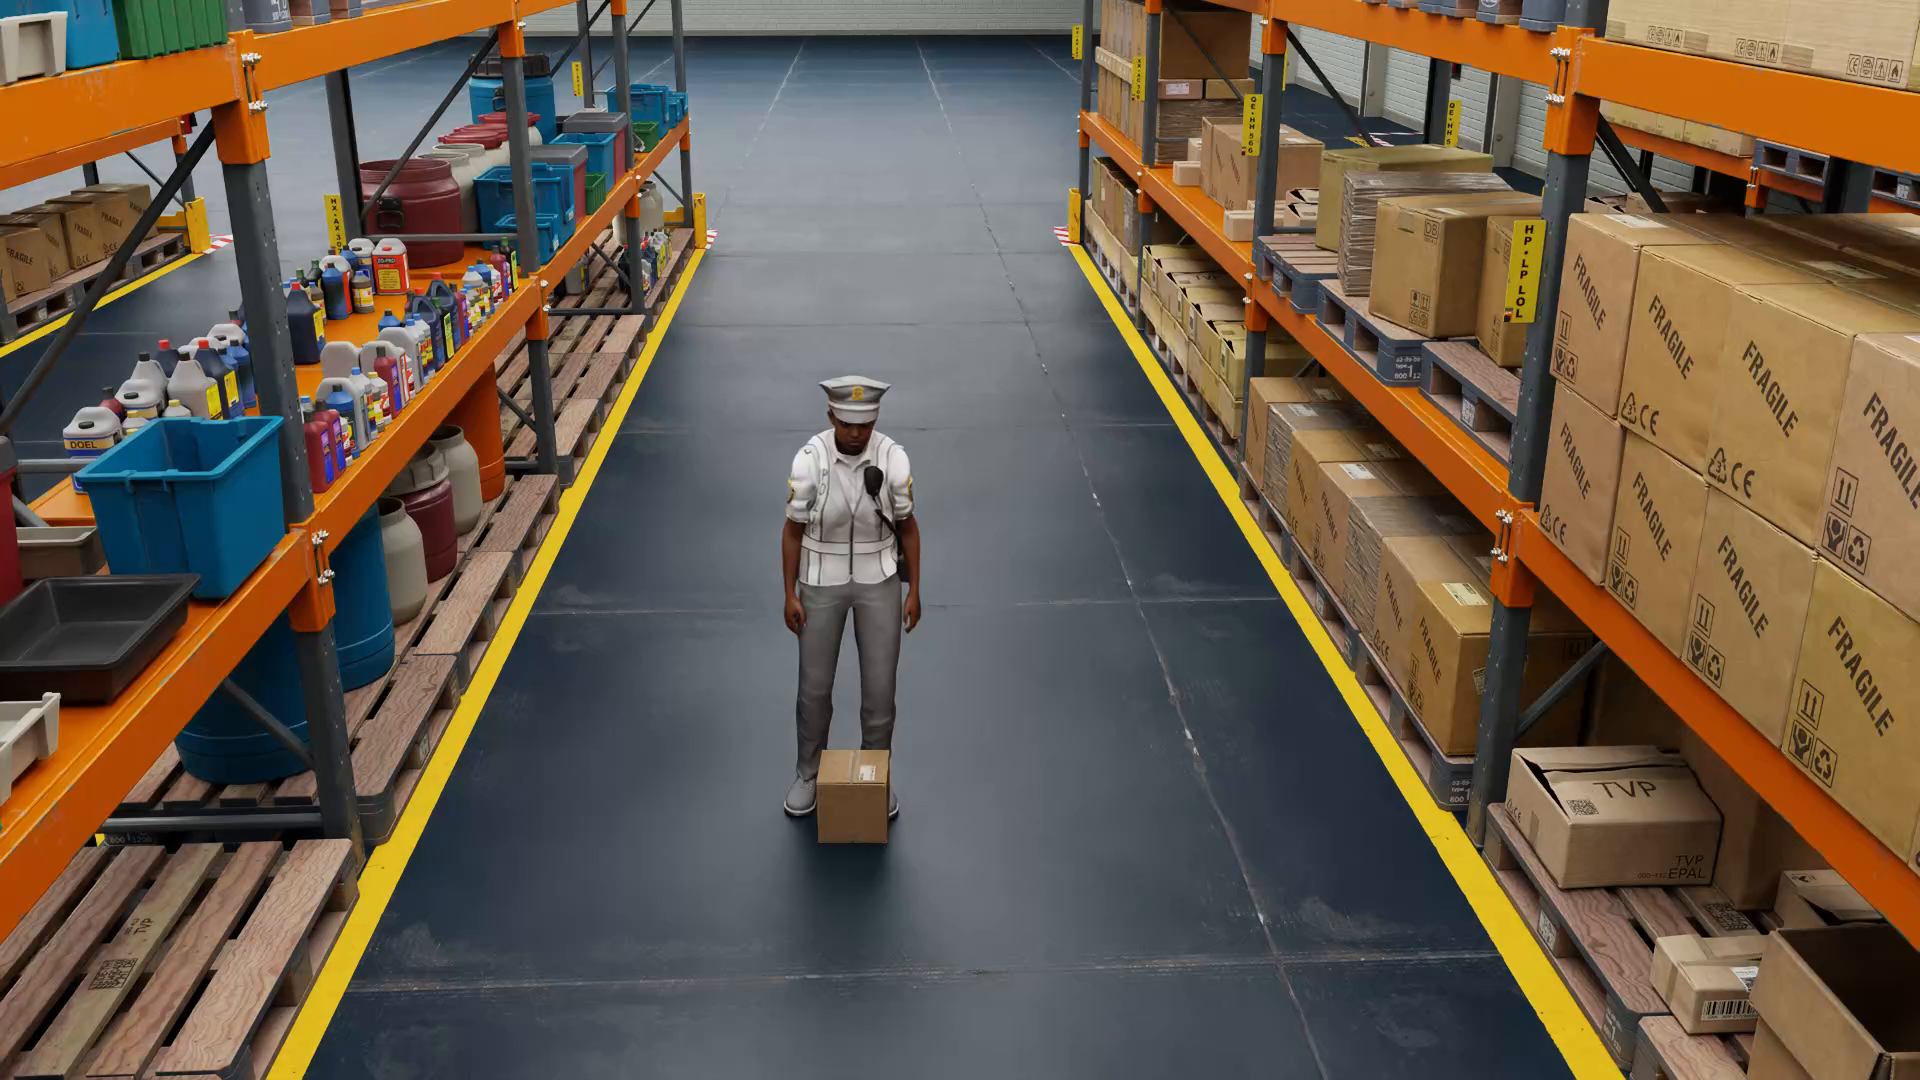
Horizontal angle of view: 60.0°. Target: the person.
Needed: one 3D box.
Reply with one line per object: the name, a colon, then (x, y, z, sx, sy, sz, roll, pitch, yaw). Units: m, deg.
person: (-0.403, 0.198, 6.043, 0.529, 1.663, 0.419, -2, 21, -5)
